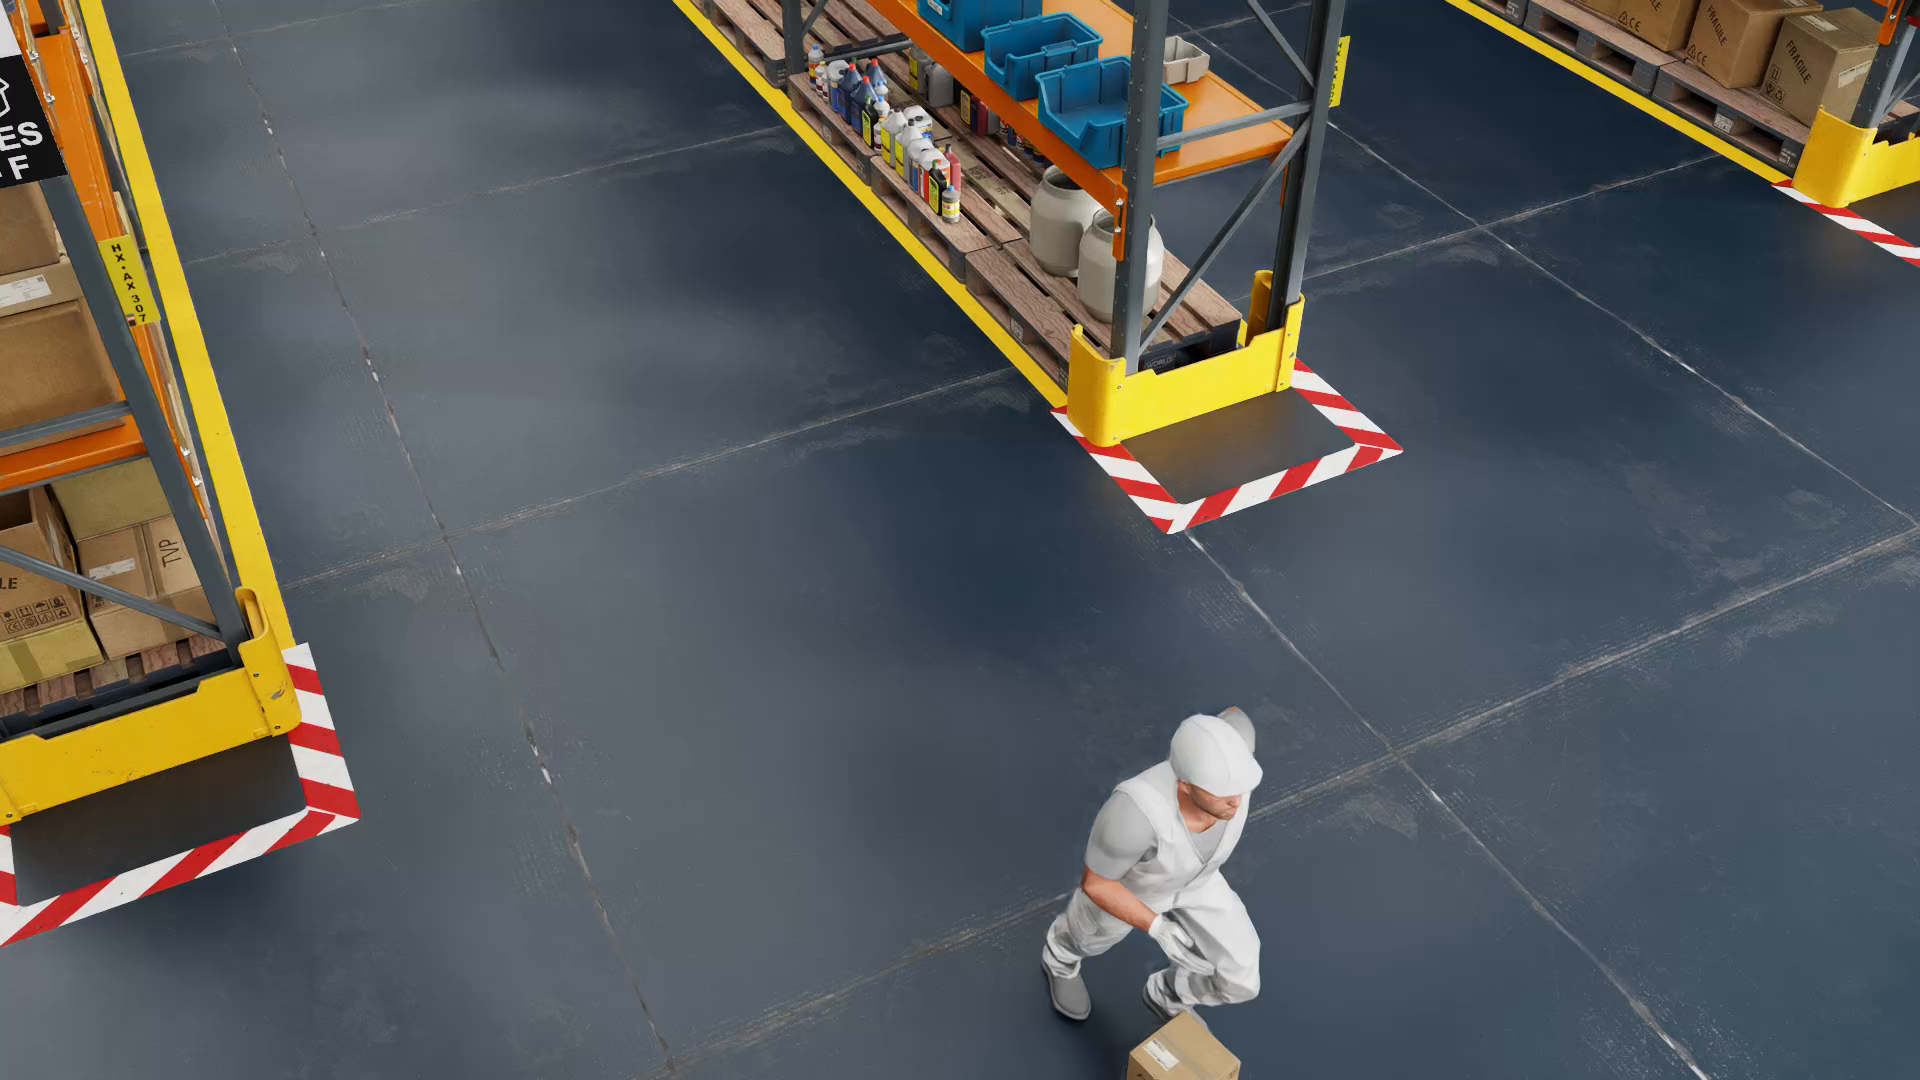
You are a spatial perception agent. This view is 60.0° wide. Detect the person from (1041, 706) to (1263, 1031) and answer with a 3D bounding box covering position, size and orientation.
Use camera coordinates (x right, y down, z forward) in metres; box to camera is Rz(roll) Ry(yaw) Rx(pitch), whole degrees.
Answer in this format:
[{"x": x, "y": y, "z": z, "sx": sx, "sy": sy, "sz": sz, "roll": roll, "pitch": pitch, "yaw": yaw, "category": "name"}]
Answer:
[{"x": 0.622, "y": 1.040, "z": 4.989, "sx": 0.662, "sy": 1.697, "sz": 0.897, "roll": -15, "pitch": 43, "yaw": -17, "category": "person"}]
